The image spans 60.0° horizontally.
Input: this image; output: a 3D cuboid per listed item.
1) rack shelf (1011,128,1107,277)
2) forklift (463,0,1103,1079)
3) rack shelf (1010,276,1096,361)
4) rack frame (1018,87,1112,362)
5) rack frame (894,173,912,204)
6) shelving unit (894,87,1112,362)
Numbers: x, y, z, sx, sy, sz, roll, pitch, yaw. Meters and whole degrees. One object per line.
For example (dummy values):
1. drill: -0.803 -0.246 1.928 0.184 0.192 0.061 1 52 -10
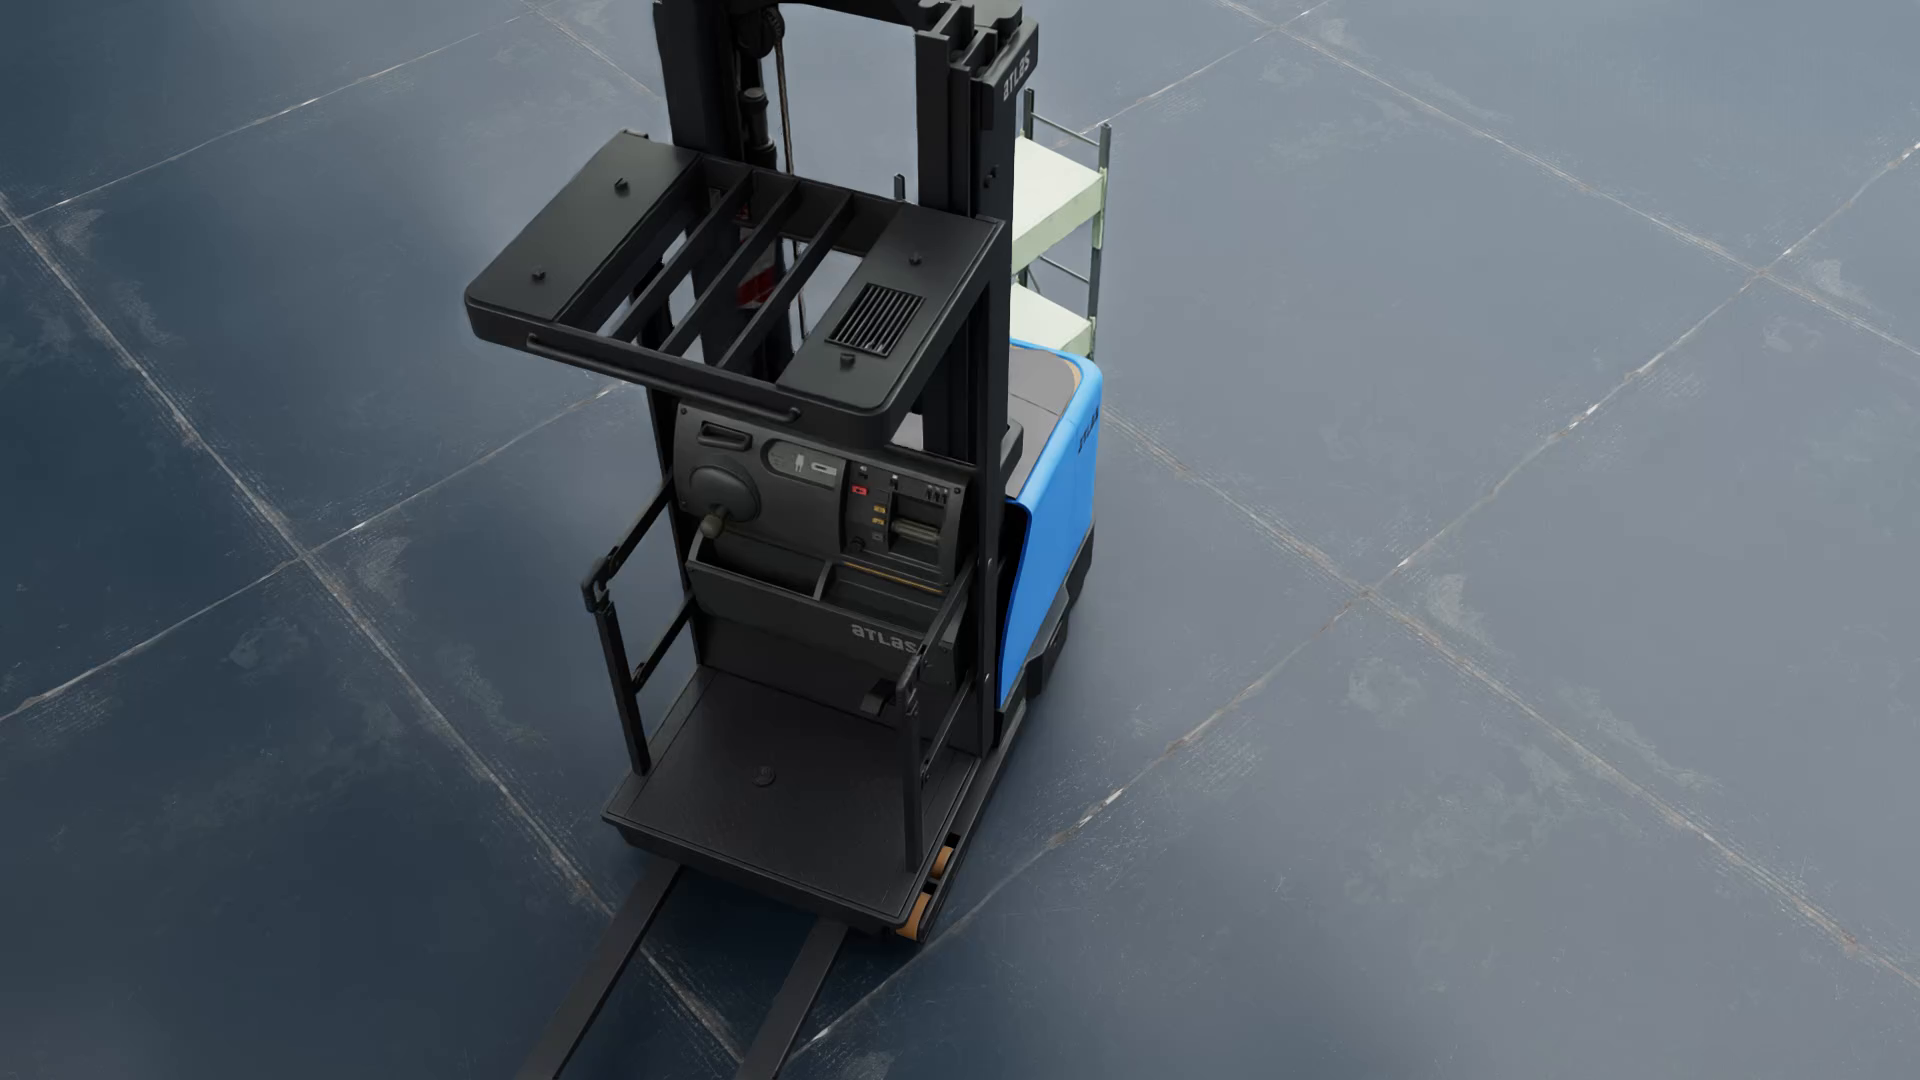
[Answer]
1. rack shelf: 0.162 -1.166 6.275 0.431 0.370 0.720 32 55 26
2. forklift: -0.503 -0.029 4.783 1.130 2.935 3.031 17 49 15
3. rack shelf: 0.162 -0.681 6.801 0.431 0.370 0.720 32 55 26
4. rack frame: 0.400 -1.106 6.750 0.400 1.500 0.023 32 55 26
5. rack frame: -0.077 -0.698 6.373 0.400 1.500 0.023 32 55 26
6. shelving unit: 0.162 -0.902 6.561 0.431 1.500 0.755 32 55 26
